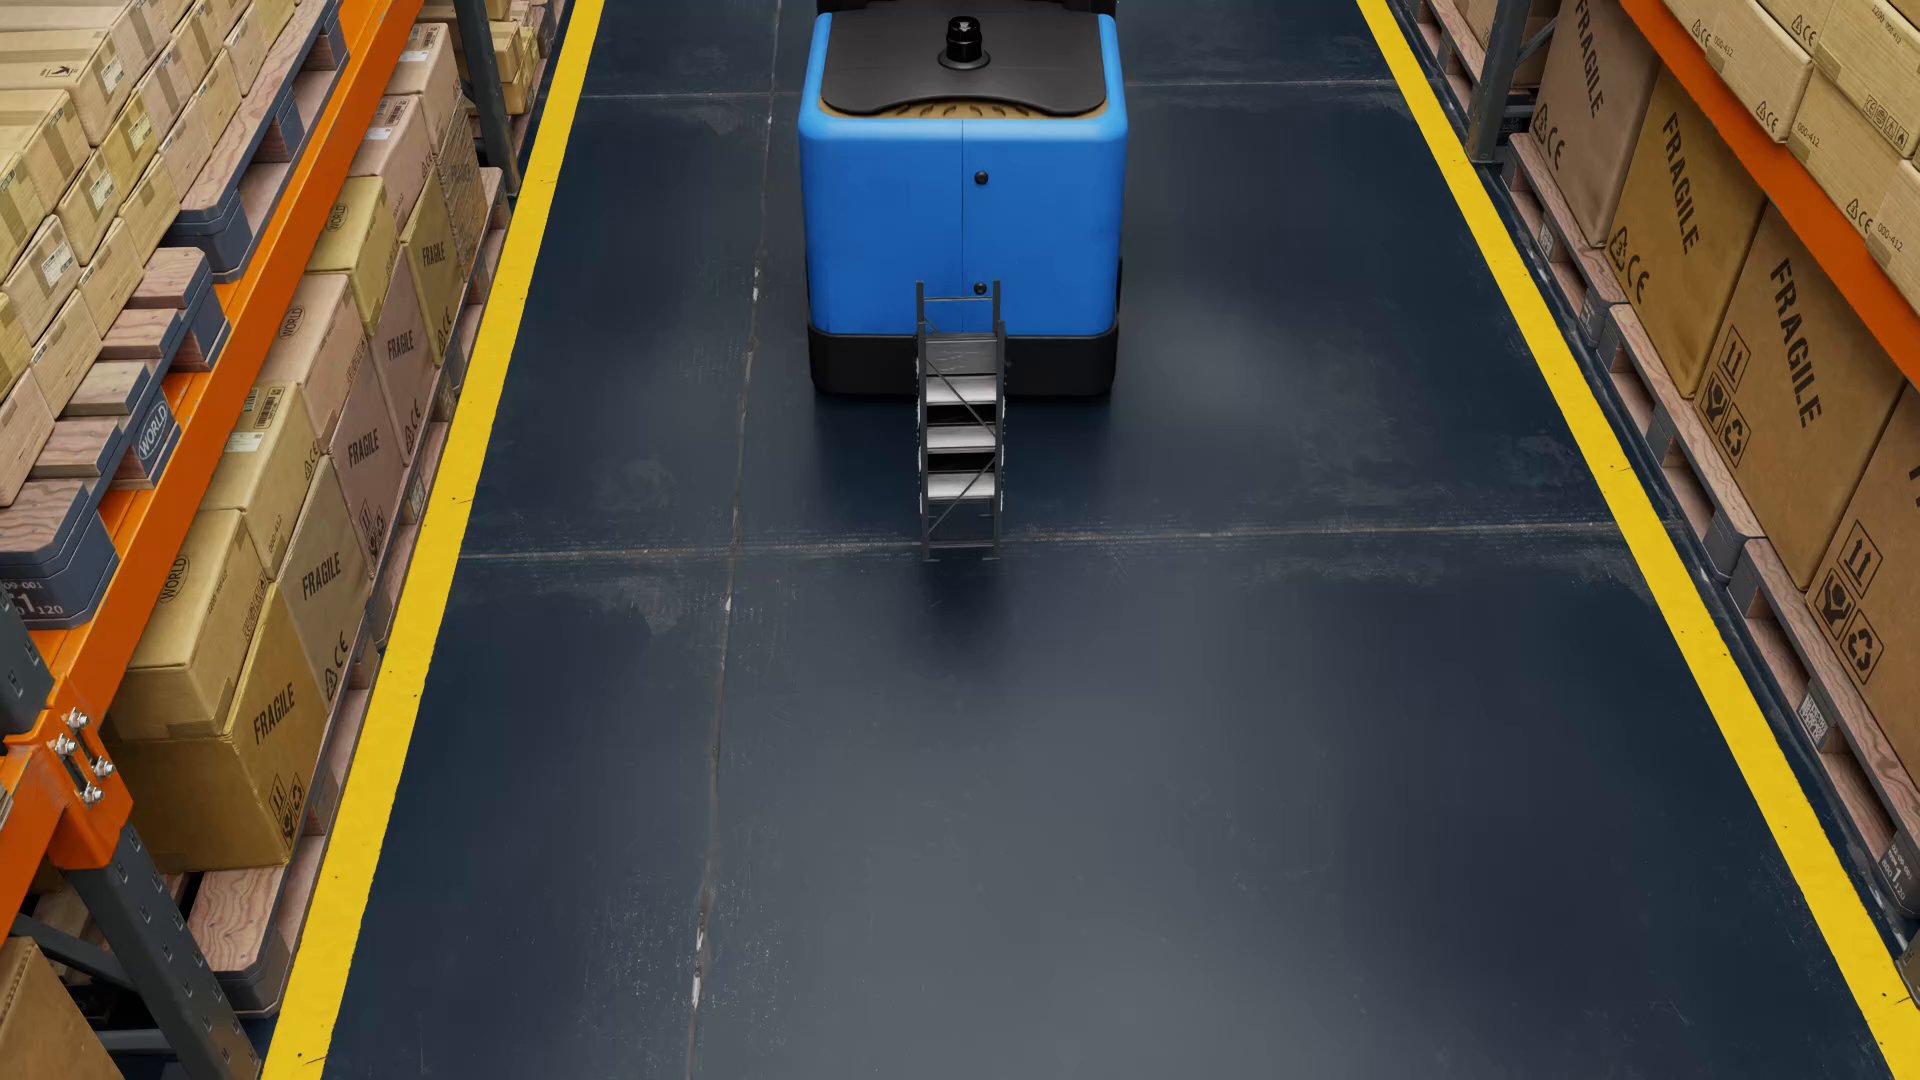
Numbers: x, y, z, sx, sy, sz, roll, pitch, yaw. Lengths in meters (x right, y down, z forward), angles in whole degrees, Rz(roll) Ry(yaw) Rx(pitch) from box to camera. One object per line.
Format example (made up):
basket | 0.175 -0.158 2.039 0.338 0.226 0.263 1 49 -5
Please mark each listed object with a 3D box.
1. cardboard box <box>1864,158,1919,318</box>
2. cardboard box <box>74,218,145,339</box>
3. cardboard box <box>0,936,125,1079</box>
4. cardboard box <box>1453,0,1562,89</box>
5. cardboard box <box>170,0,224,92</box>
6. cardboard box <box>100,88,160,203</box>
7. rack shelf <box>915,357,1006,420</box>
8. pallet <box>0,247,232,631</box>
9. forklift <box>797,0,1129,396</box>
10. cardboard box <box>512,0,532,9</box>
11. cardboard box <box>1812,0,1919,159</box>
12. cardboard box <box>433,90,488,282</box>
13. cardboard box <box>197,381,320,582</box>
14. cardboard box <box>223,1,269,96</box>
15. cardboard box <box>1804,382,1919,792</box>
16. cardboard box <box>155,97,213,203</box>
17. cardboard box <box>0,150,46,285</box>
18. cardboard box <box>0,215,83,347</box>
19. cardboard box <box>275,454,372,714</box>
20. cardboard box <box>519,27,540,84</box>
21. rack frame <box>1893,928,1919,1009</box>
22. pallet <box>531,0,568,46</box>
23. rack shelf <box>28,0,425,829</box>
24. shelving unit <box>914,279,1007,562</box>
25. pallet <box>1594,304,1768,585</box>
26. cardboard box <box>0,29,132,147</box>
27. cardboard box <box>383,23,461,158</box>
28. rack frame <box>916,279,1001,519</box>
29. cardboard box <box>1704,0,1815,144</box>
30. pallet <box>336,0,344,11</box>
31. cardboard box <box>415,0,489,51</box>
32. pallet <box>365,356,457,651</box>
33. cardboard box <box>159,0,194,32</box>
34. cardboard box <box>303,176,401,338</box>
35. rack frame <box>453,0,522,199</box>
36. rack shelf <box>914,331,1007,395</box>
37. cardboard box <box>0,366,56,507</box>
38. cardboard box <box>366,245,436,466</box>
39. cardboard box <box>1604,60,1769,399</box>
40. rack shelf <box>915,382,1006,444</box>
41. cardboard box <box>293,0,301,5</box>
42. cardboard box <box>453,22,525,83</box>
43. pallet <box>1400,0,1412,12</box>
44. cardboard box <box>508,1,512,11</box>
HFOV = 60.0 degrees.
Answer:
cardboard box | 2.489 -0.653 3.854 0.500 0.250 0.500 -1 43 -1
cardboard box | -1.975 -0.553 3.509 0.380 0.149 0.250 0 43 0
cardboard box | -2.198 1.268 3.001 1.050 0.750 0.750 -2 43 -2
cardboard box | 2.718 -2.368 7.199 0.875 0.438 0.875 -2 43 -2
cardboard box | -2.010 -1.193 3.987 0.380 0.149 0.250 -2 43 -2
cardboard box | -1.994 -0.857 3.620 0.380 0.149 0.250 -1 43 -2
rack shelf | 0.000 -0.445 4.853 0.258 0.077 0.200 -2 43 -2
pallet | -2.271 -0.227 3.420 1.213 0.211 1.003 -2 43 -2
forklift | 0.026 -2.547 5.860 1.130 2.935 3.031 0 43 1
cardboard box | -2.133 -2.395 7.442 0.380 0.149 0.250 -2 43 -3
cardboard box | 2.465 -1.170 4.048 0.500 0.250 0.500 -3 43 -3
cardboard box | -2.021 -1.261 5.945 0.500 0.500 0.500 -2 43 -3
cardboard box | -1.943 -0.145 4.172 0.500 0.250 0.500 -2 43 -2
cardboard box | -2.020 -1.261 4.281 0.380 0.149 0.250 -3 43 -3
cardboard box | 2.861 0.129 4.151 0.875 0.875 0.875 -2 43 -2
cardboard box | -2.002 -0.915 3.904 0.380 0.149 0.250 0 43 0
cardboard box | -1.975 -0.600 3.120 0.380 0.149 0.250 -3 43 -3
cardboard box | -1.968 -0.507 3.238 0.380 0.149 0.250 0 43 0
cardboard box | -1.934 0.122 4.436 0.500 0.500 0.500 -1 43 -1
cardboard box | -2.010 -2.059 7.075 0.380 0.149 0.250 0 43 -1
rack frame | 2.807 -0.030 3.063 1.000 3.000 0.127 -2 43 -2
pallet | -2.423 -2.770 8.116 1.003 0.211 1.213 -2 43 -2
rack shelf | -2.219 -0.905 4.550 1.077 0.370 4.000 -2 43 -2
shelving unit | 0.000 -0.337 4.952 0.258 0.900 0.210 -2 43 -2
pallet | 2.800 -0.358 5.485 1.003 0.211 1.213 -2 43 -2
cardboard box | -1.991 -0.945 3.496 0.380 0.149 0.250 -3 43 -4
cardboard box | -2.020 -1.535 5.689 0.500 0.250 0.500 -3 43 -3
rack frame | -0.005 -0.406 5.027 0.240 0.900 0.006 -2 43 -2
cardboard box | 2.433 -1.337 4.600 0.500 0.250 0.500 -2 43 -2
pallet | -2.417 -1.930 5.277 1.003 0.211 1.213 -2 43 -2
cardboard box | -2.112 -2.082 6.660 0.380 0.149 0.250 0 43 0
pallet | -2.215 -0.141 5.248 1.003 0.211 1.213 -2 43 -2
cardboard box | -2.018 -1.306 3.890 0.380 0.149 0.250 0 43 0
cardboard box | -1.975 -0.831 4.921 0.500 0.250 0.500 -3 43 -4
rack frame | -2.304 -2.520 5.780 1.000 3.000 0.127 -2 43 -2
rack shelf | 0.000 -0.512 4.792 0.258 0.077 0.200 -2 43 -2
cardboard box | -1.952 -0.190 3.113 0.380 0.149 0.250 -2 43 -2
cardboard box | -1.982 -0.569 5.190 0.500 0.500 0.500 -3 43 -3
cardboard box | 2.789 -1.076 5.466 0.875 0.875 0.875 -1 43 -1
rack shelf | 0.000 -0.379 4.914 0.258 0.077 0.200 -2 43 -2
cardboard box | -2.041 -1.620 4.672 0.380 0.149 0.250 -3 43 -4
cardboard box | -2.000 -1.988 6.778 0.380 0.149 0.250 0 43 0
pallet | 2.628 -3.044 8.415 1.003 0.211 1.213 -2 43 -2
cardboard box | -2.147 -2.320 7.140 0.380 0.149 0.250 -2 43 -2
